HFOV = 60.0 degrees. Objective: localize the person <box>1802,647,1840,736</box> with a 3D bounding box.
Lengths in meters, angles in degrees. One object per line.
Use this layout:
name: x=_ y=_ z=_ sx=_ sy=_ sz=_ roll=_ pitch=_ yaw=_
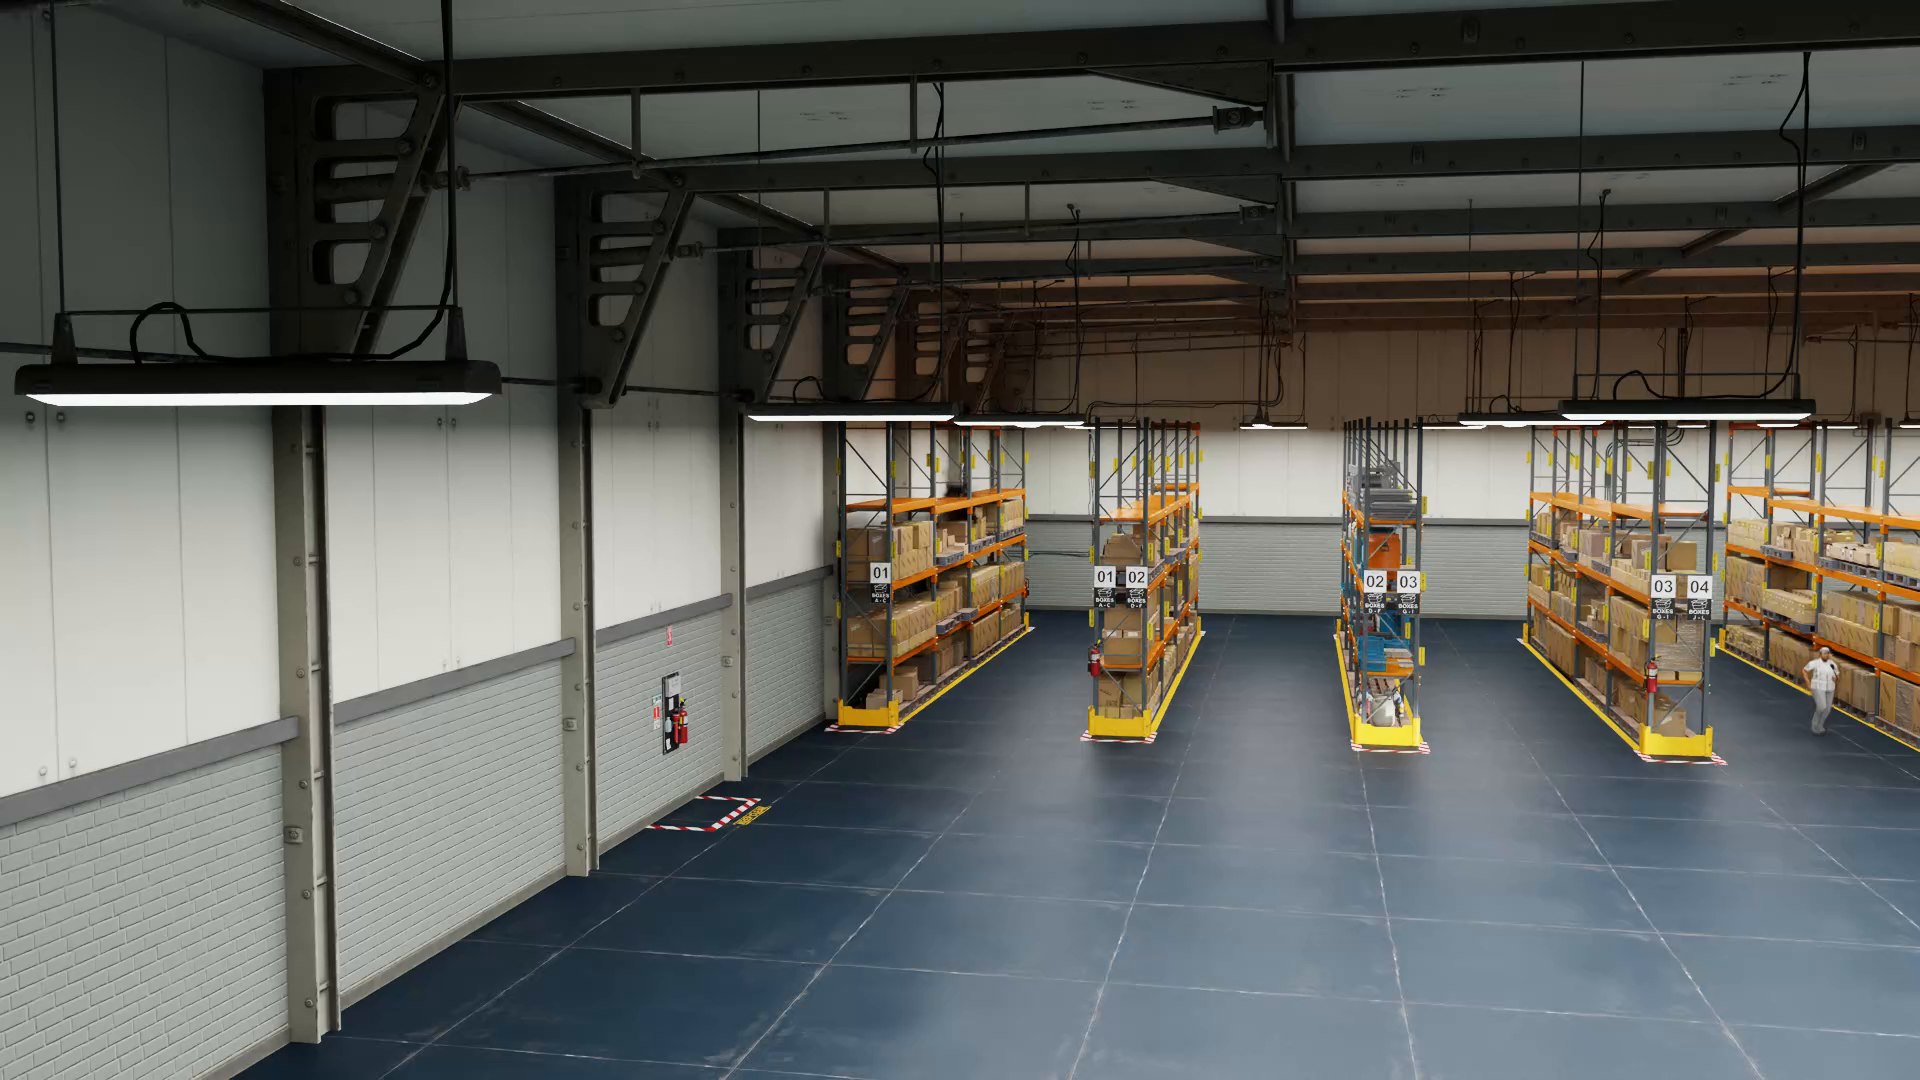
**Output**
person: x=16.322 y=2.859 z=31.445 sx=0.577 sy=1.679 sz=0.682 roll=0 pitch=4 yaw=0
